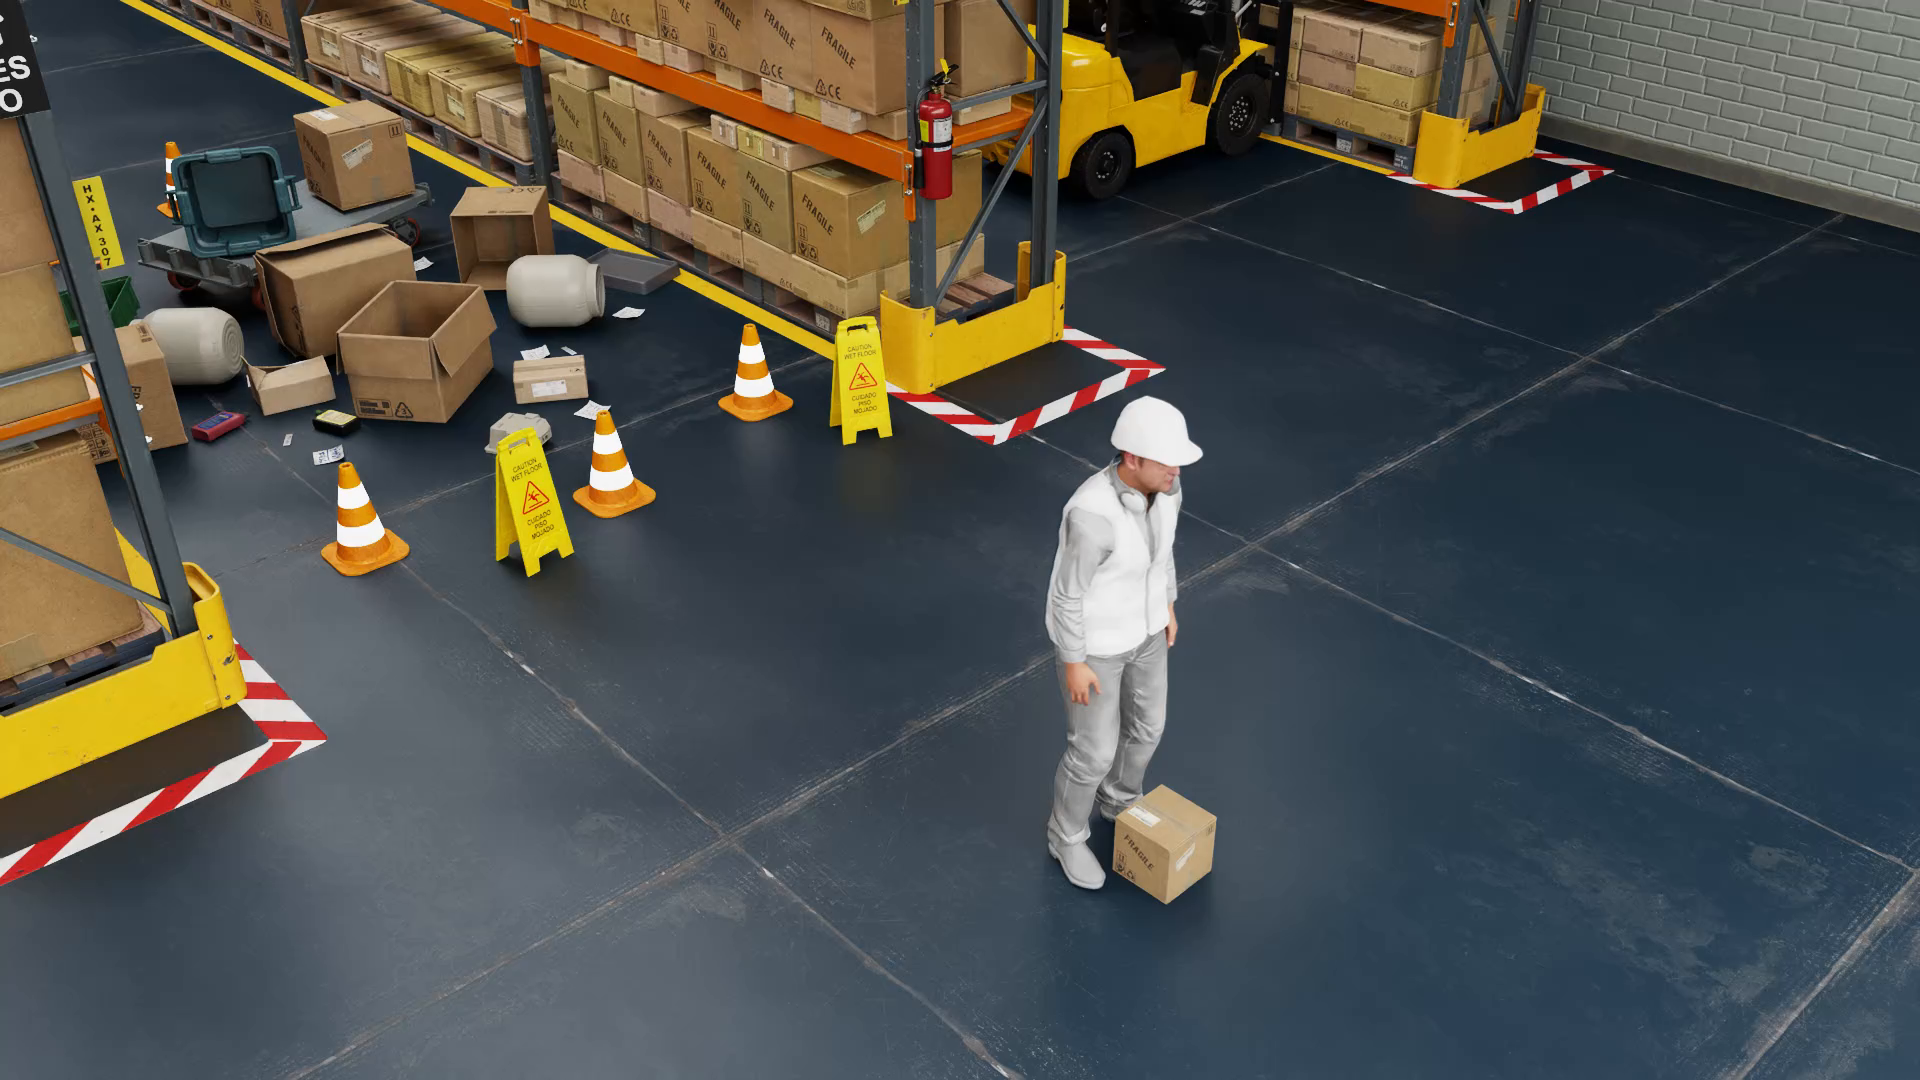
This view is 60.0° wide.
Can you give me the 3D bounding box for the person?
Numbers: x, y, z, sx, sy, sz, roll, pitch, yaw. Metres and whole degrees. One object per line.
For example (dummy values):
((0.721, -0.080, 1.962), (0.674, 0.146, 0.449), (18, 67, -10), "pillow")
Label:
((0.534, 0.317, 5.596), (0.463, 1.767, 0.585), (27, 40, 36), "person")
